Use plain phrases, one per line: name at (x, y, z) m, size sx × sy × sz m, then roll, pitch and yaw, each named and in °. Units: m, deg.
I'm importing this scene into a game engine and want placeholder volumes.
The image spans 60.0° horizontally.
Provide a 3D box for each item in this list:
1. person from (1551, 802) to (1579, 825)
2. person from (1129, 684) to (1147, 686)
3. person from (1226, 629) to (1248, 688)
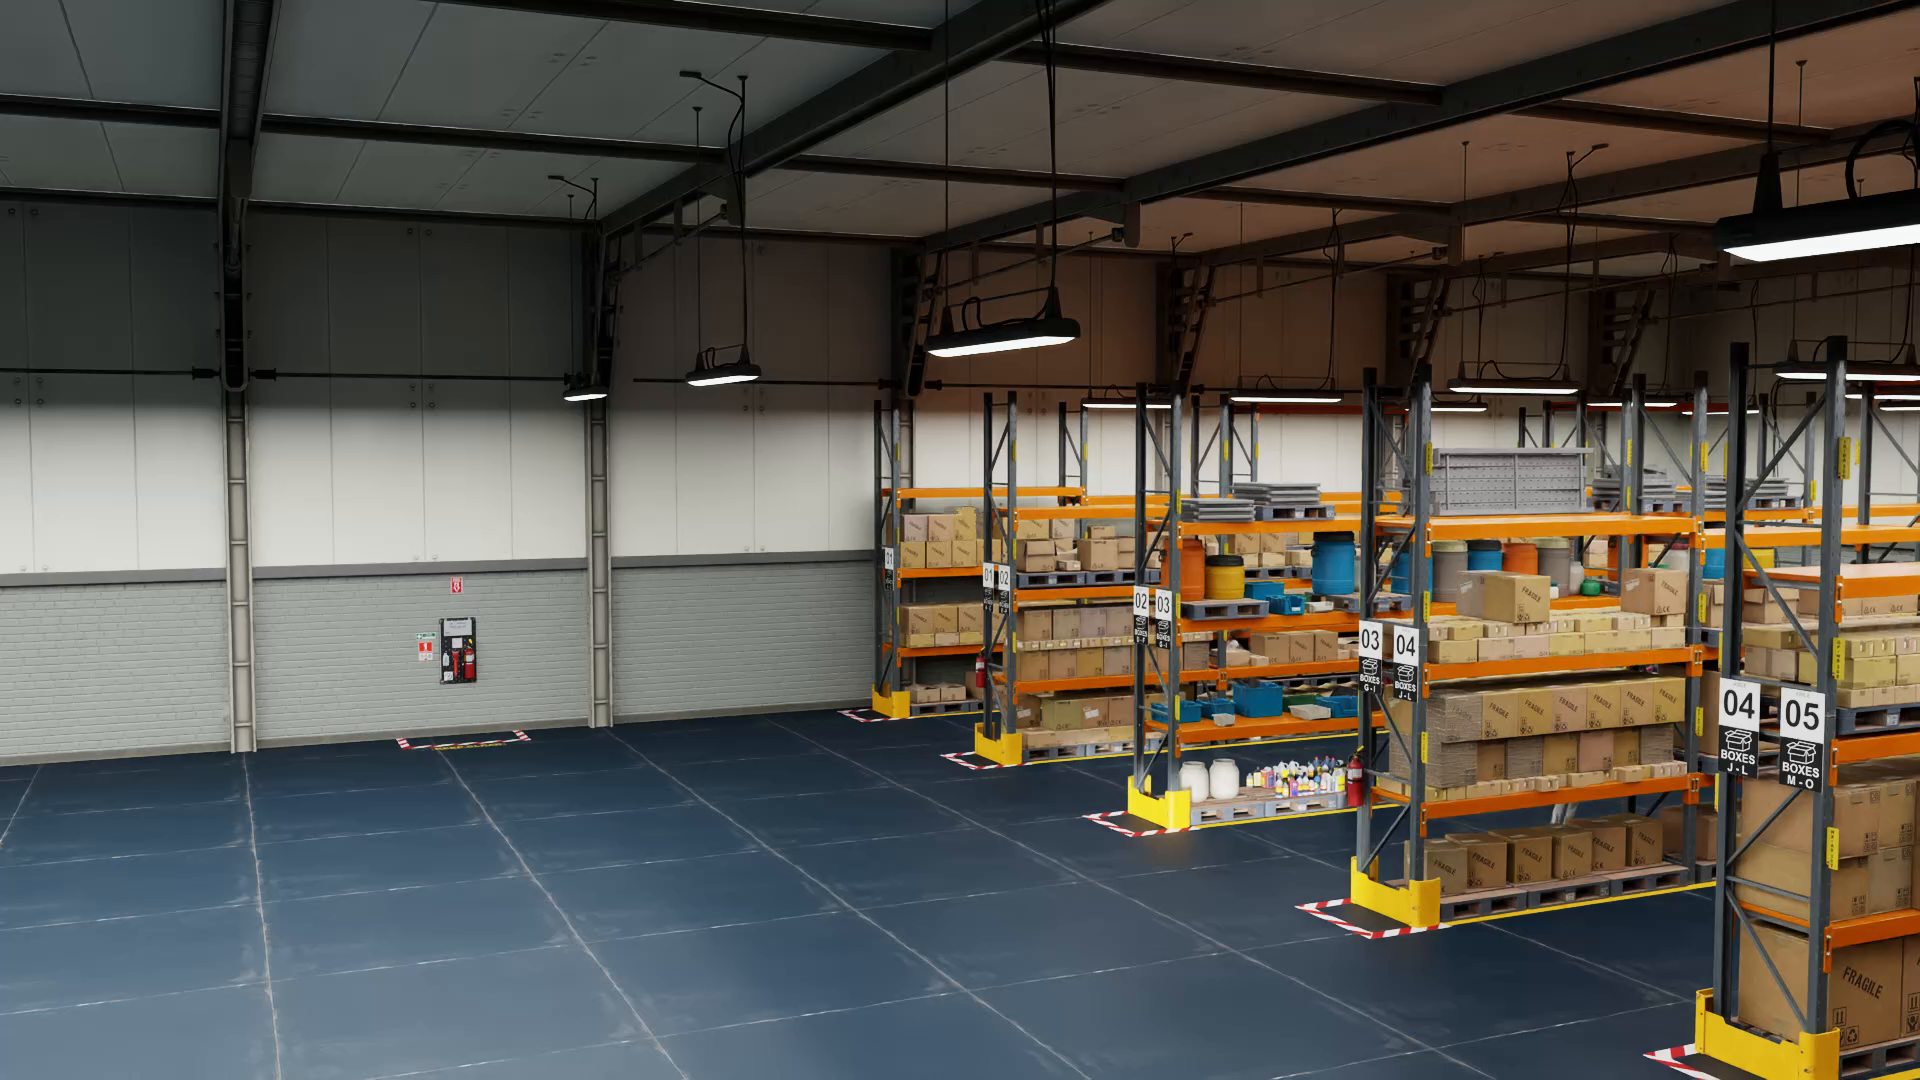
person at (7.797, 3.071, 21.277) m, size 0.504 × 1.678 × 0.417 m, roll 3°, pitch 5°, yaw 43°
person at (3.227, 2.557, 30.312) m, size 0.576 × 1.768 × 0.410 m, roll 3°, pitch 4°, yaw 40°
person at (5.320, 2.486, 32.522) m, size 1.009 × 1.534 × 0.418 m, roll -2°, pitch 4°, yaw -33°
